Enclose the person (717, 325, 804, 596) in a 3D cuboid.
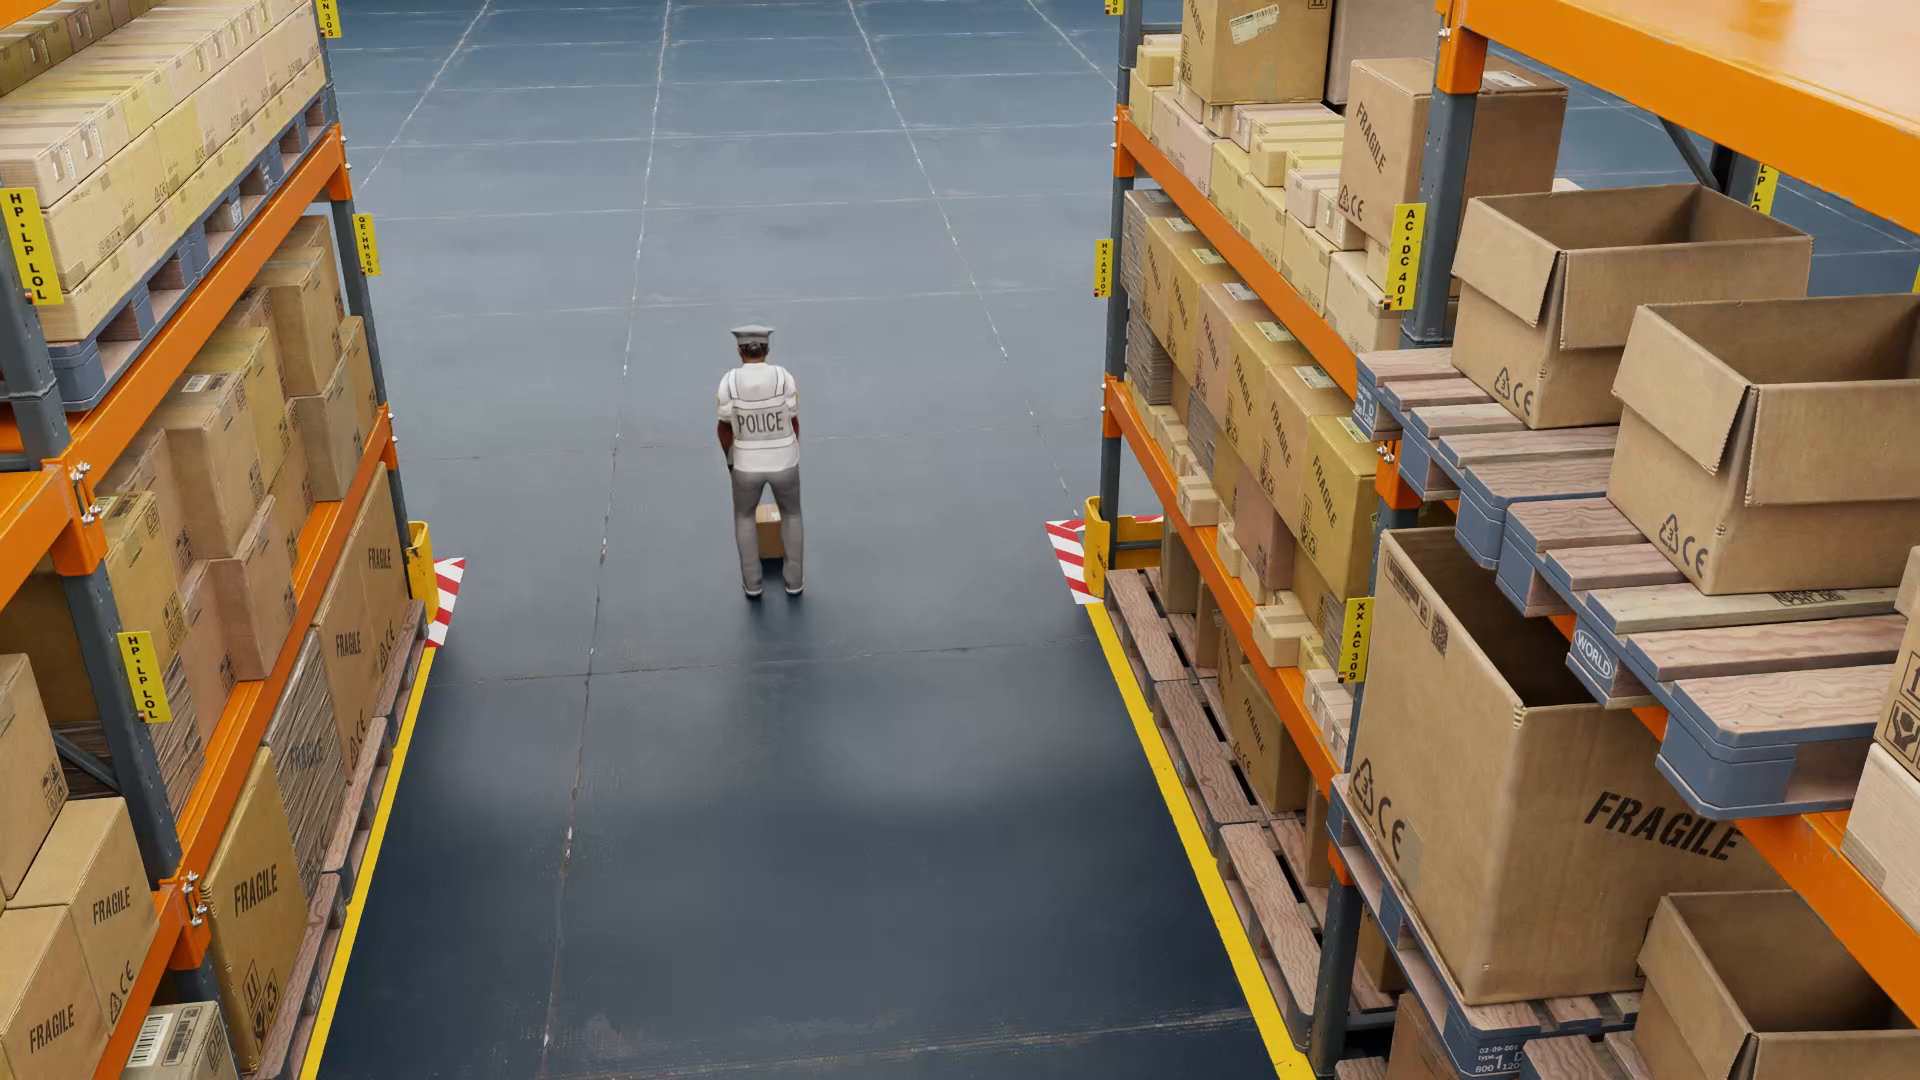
[{"bbox_3d":[-1.144,-0.438,9.534,0.461,1.614,0.460,-3,27,-6],"label":"person"}]
